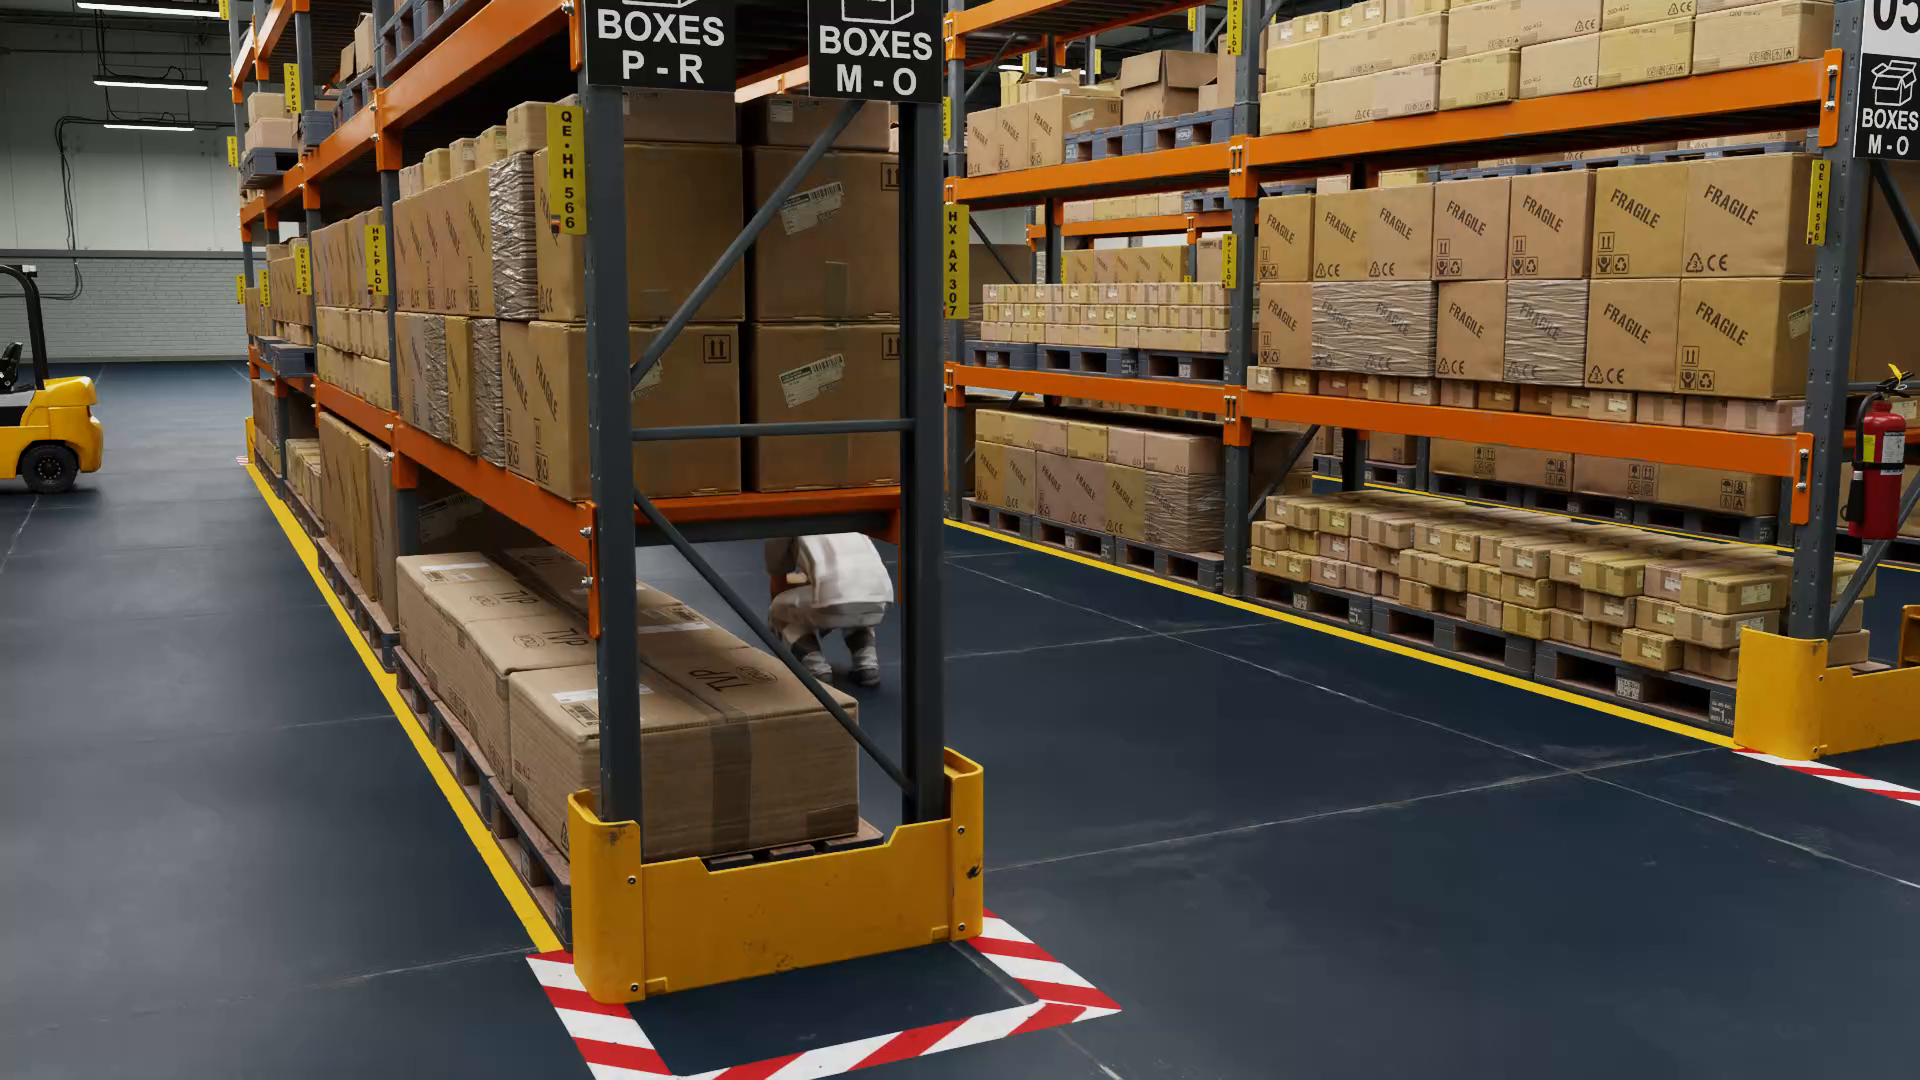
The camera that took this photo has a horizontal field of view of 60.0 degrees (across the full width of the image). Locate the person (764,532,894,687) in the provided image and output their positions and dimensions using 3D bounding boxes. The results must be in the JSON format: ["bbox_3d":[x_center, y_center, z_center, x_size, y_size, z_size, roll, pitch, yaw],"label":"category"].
[{"bbox_3d":[-0.669,0.193,8.174,0.547,1.002,0.877,-4,9,-27],"label":"person"}]
